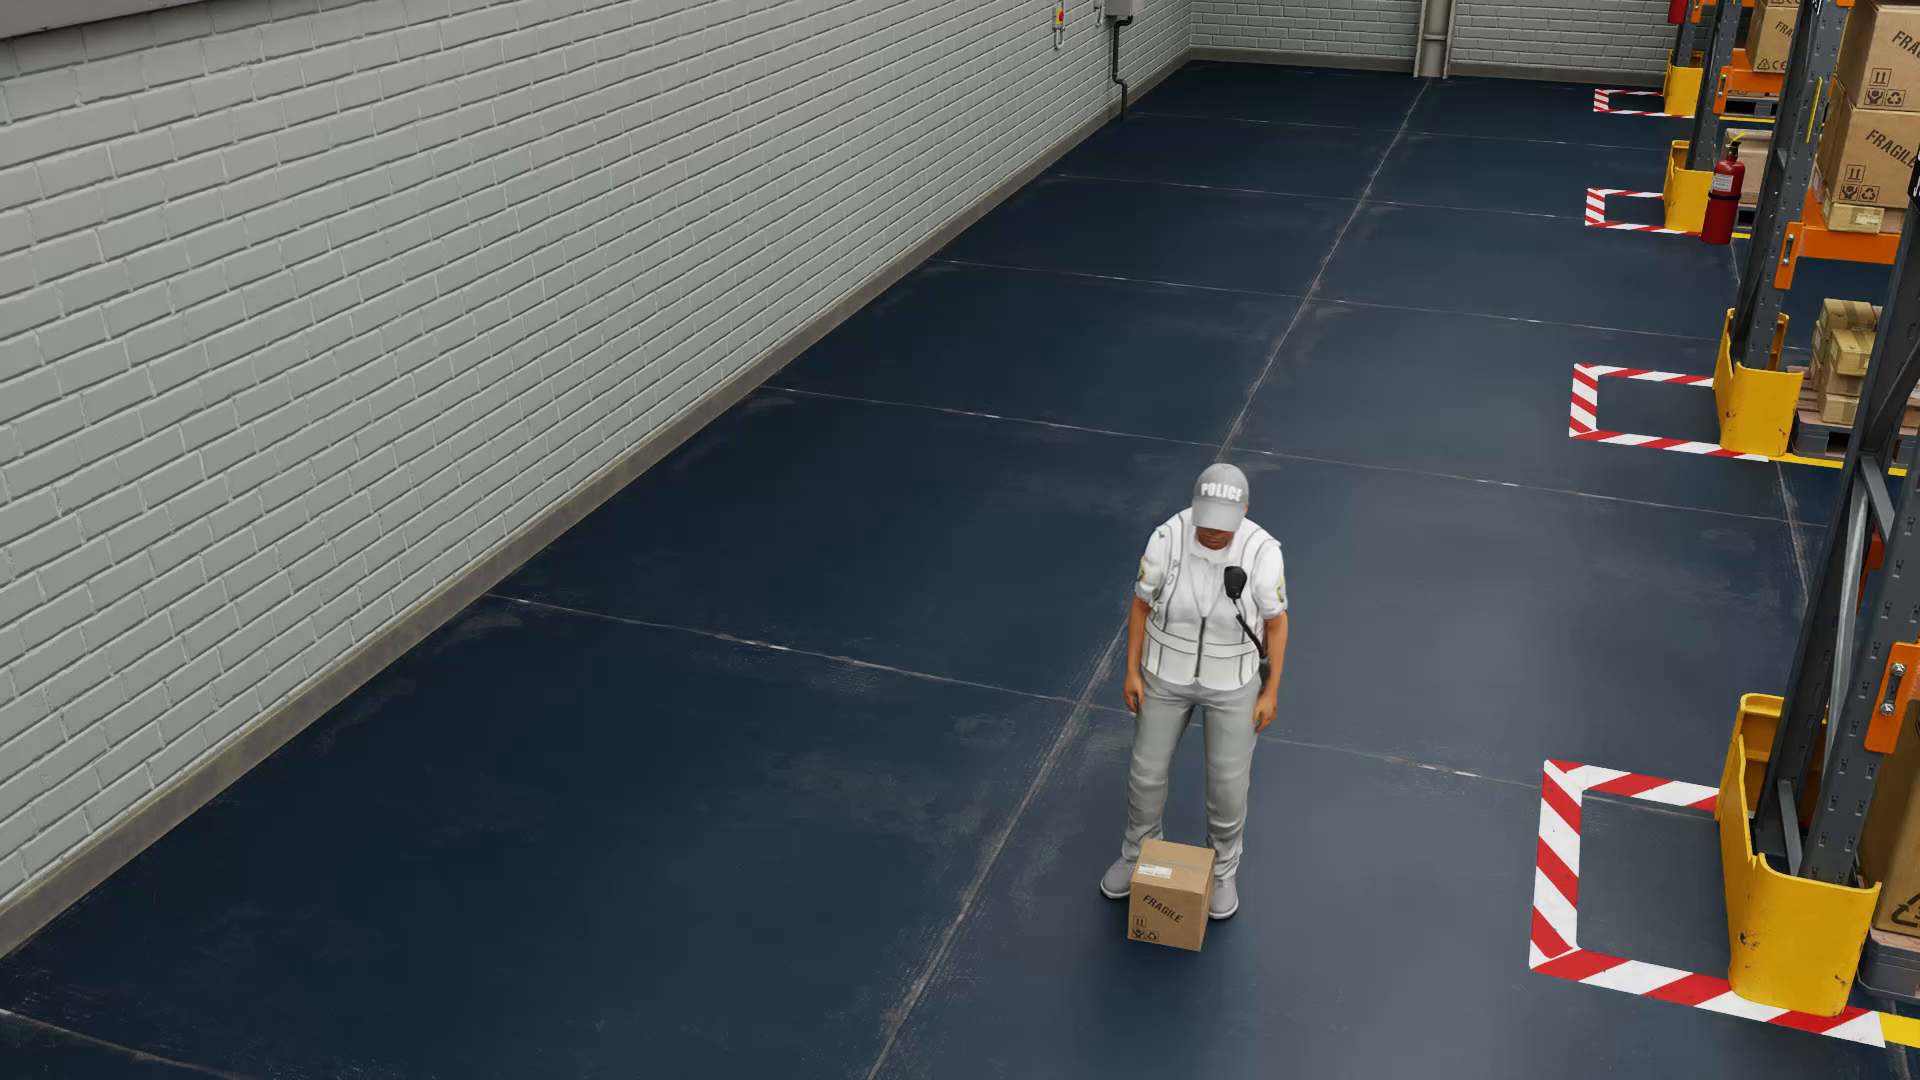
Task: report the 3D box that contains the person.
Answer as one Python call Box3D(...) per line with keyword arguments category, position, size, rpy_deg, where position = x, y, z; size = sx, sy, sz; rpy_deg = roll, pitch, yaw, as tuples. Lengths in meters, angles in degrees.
Box3D(category="person", position=(0.796, 0.489, 5.597), size=(0.558, 1.665, 0.468), rpy_deg=(7, 27, 14))
